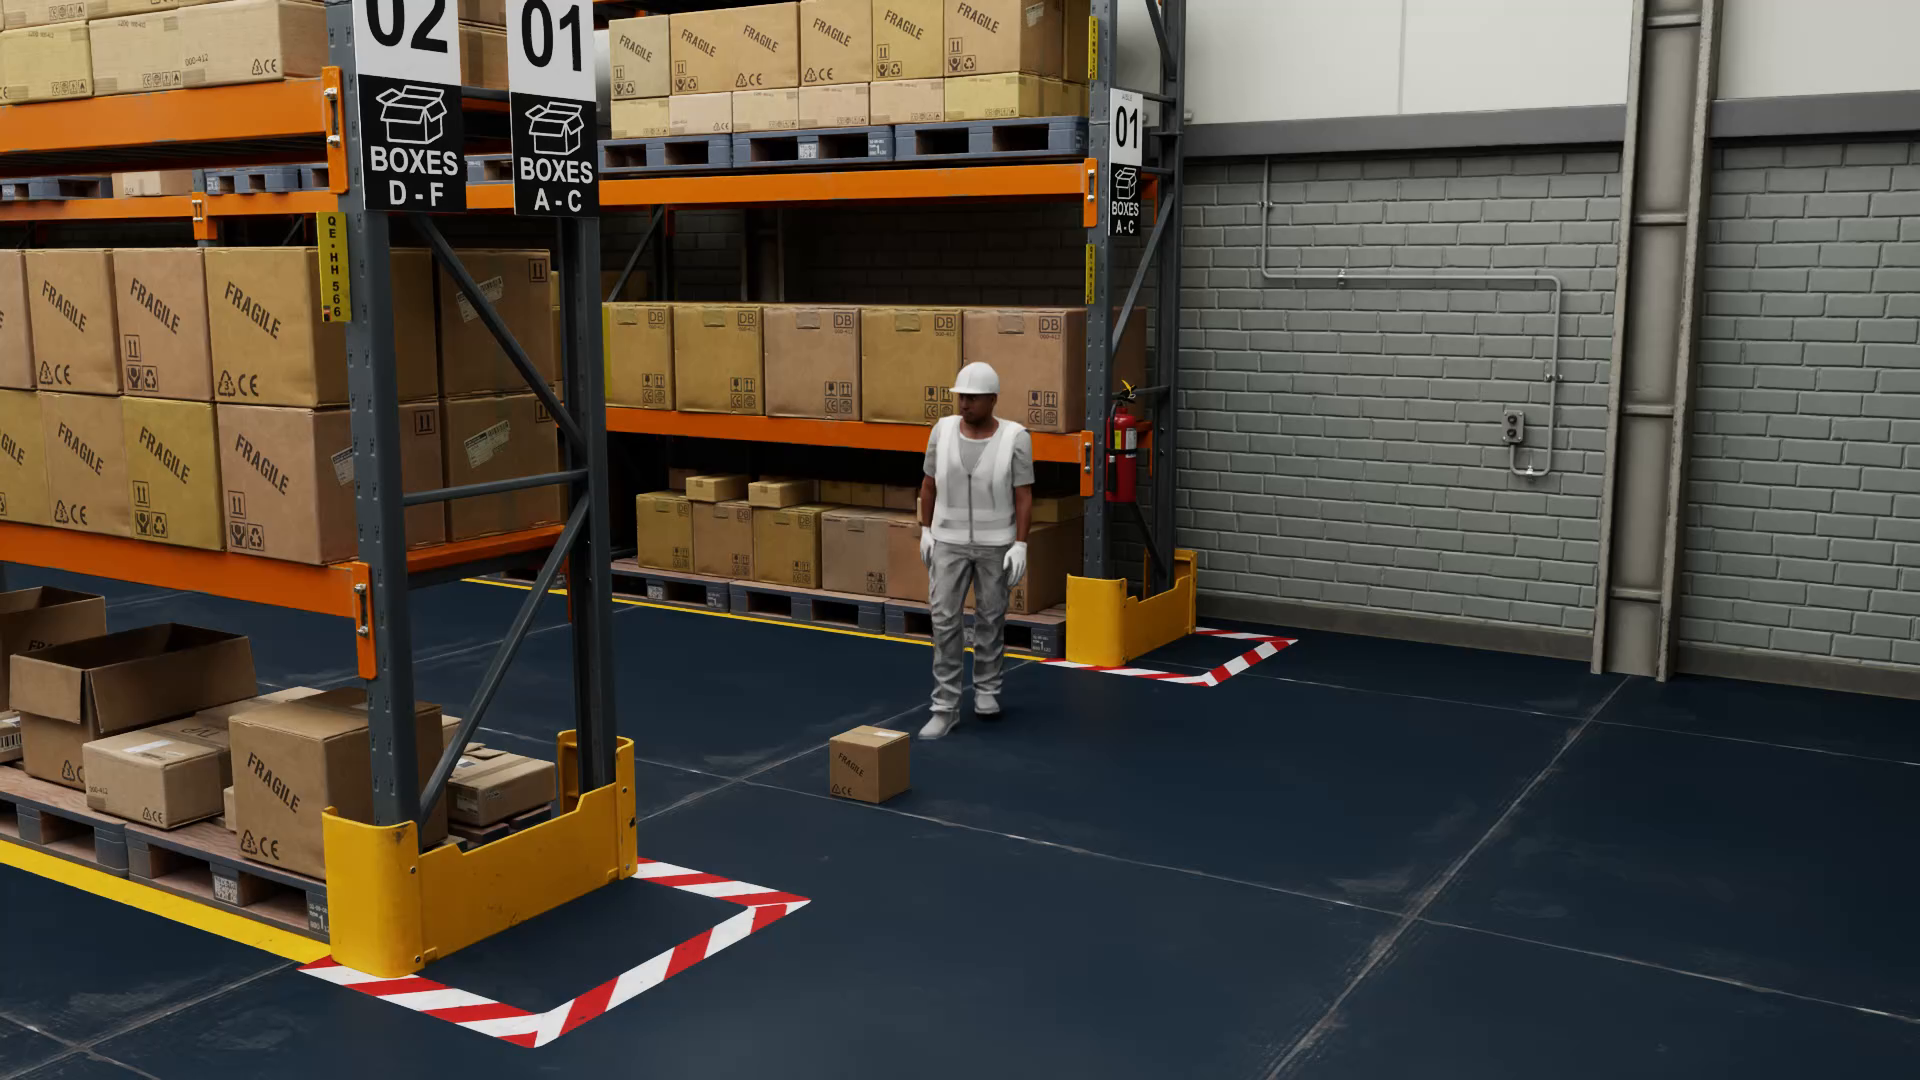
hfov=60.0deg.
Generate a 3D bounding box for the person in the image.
[{"bbox_3d":[0.076,0.039,8.100,0.575,1.809,0.612,1,9,5],"label":"person"}]
